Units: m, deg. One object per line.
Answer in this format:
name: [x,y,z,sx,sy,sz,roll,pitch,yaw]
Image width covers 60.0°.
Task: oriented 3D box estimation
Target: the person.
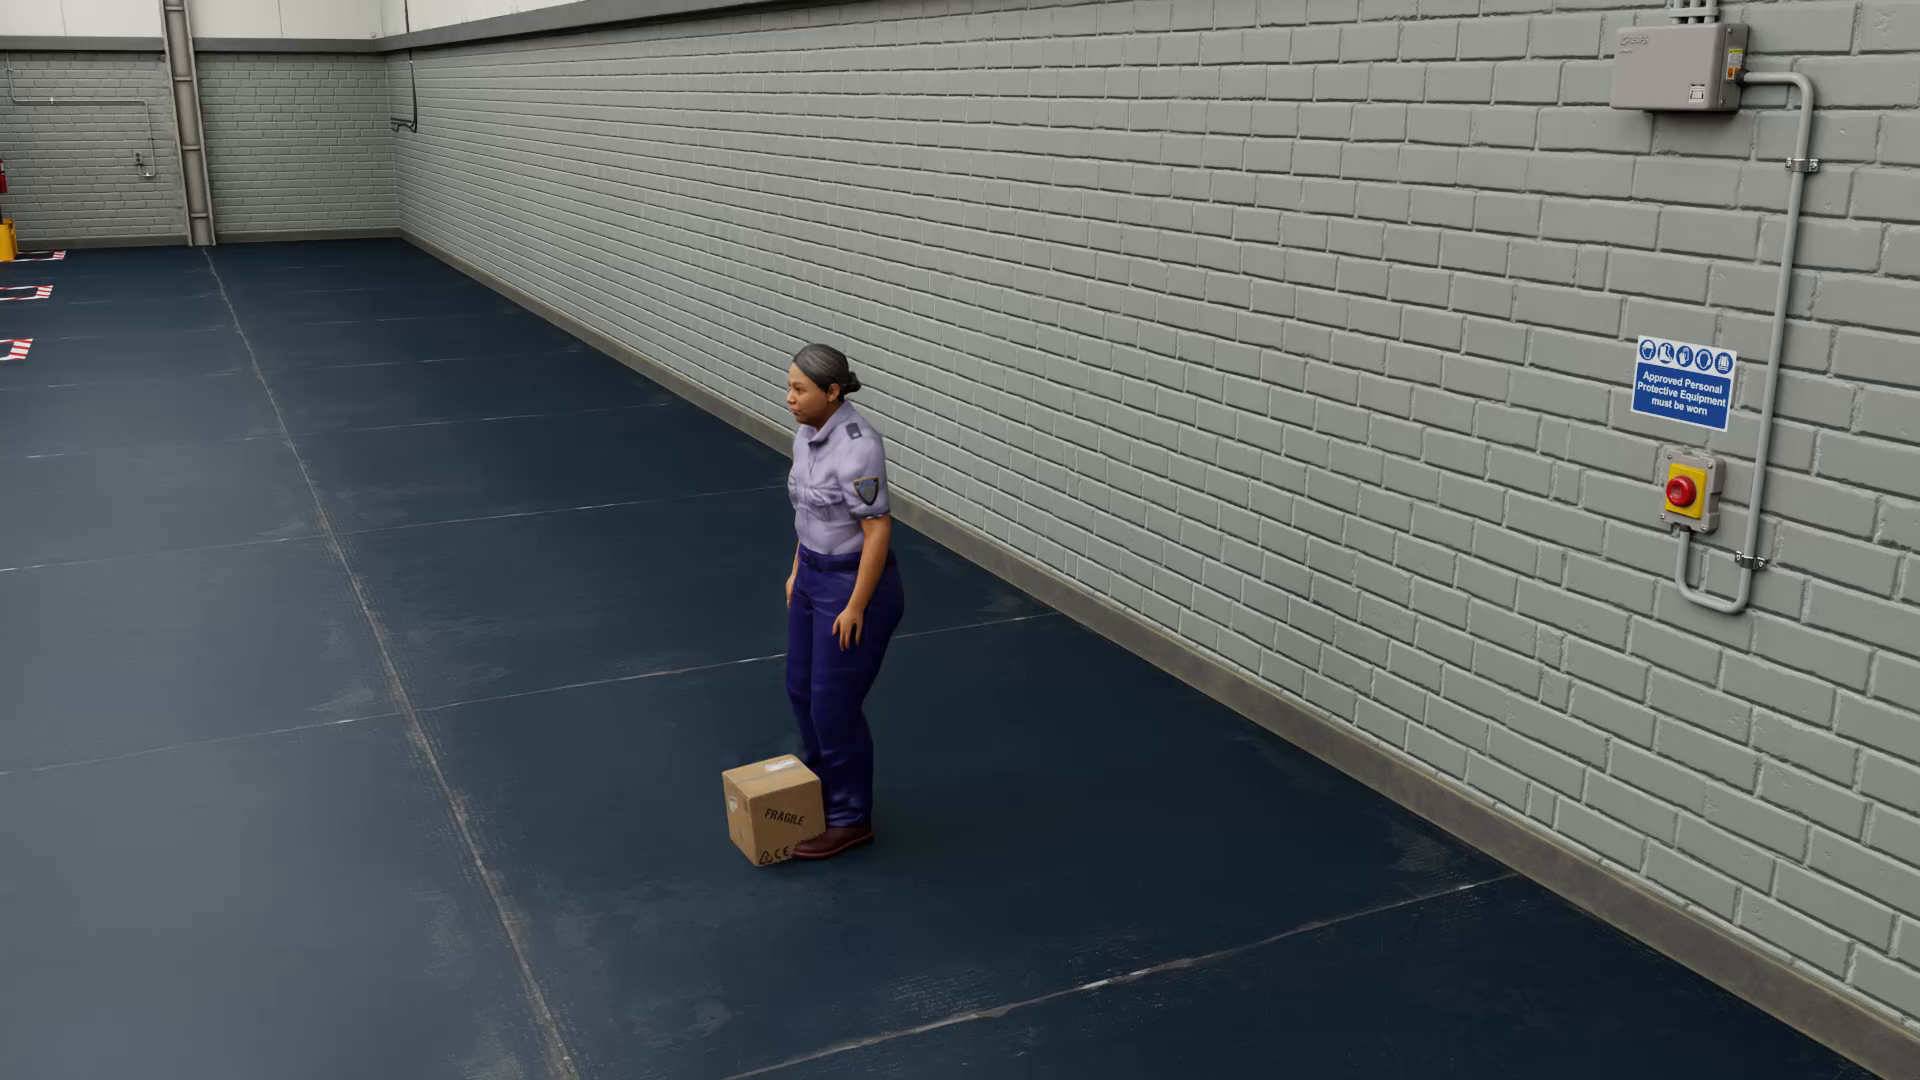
person: [-0.422,0.187,5.380,0.422,1.638,0.537,-8,17,-27]
